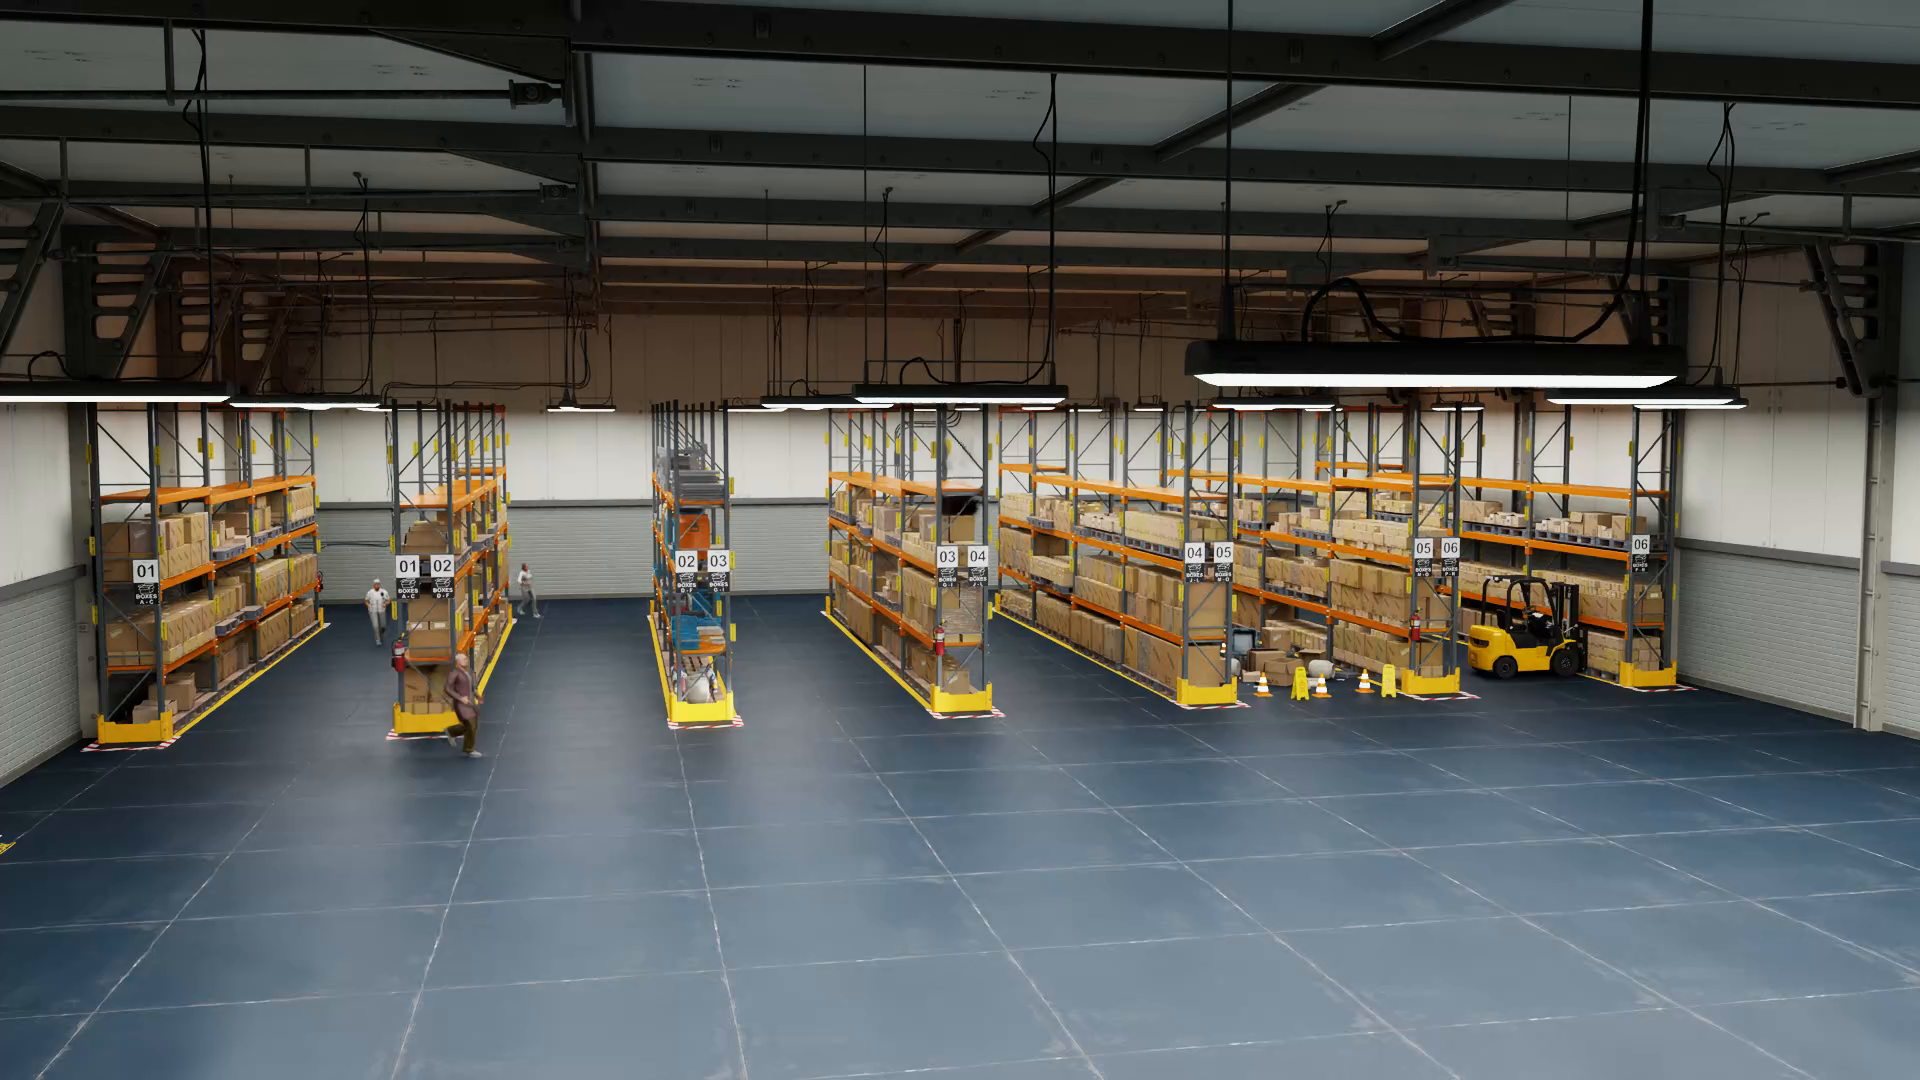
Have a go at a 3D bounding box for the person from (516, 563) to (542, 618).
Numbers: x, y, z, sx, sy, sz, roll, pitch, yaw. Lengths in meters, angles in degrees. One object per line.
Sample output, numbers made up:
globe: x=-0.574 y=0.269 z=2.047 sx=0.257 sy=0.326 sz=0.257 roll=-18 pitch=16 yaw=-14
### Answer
person: x=-12.261 y=1.424 z=46.812 sx=0.815 sy=1.593 sz=0.567 roll=2 pitch=5 yaw=26

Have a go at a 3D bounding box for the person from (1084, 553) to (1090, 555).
person: x=3.702 y=1.252 z=48.030 sx=0.599 sy=1.770 sz=0.831 roll=-3 pitch=5 yaw=-30

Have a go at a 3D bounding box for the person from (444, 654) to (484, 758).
person: x=-8.357 y=2.769 z=27.827 sx=0.720 sy=1.743 sz=0.712 roll=1 pitch=4 yaw=12

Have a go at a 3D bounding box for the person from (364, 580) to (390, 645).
person: x=-14.516 y=1.790 z=41.445 sx=0.603 sy=1.625 sz=0.640 roll=-2 pitch=5 yaw=-21
